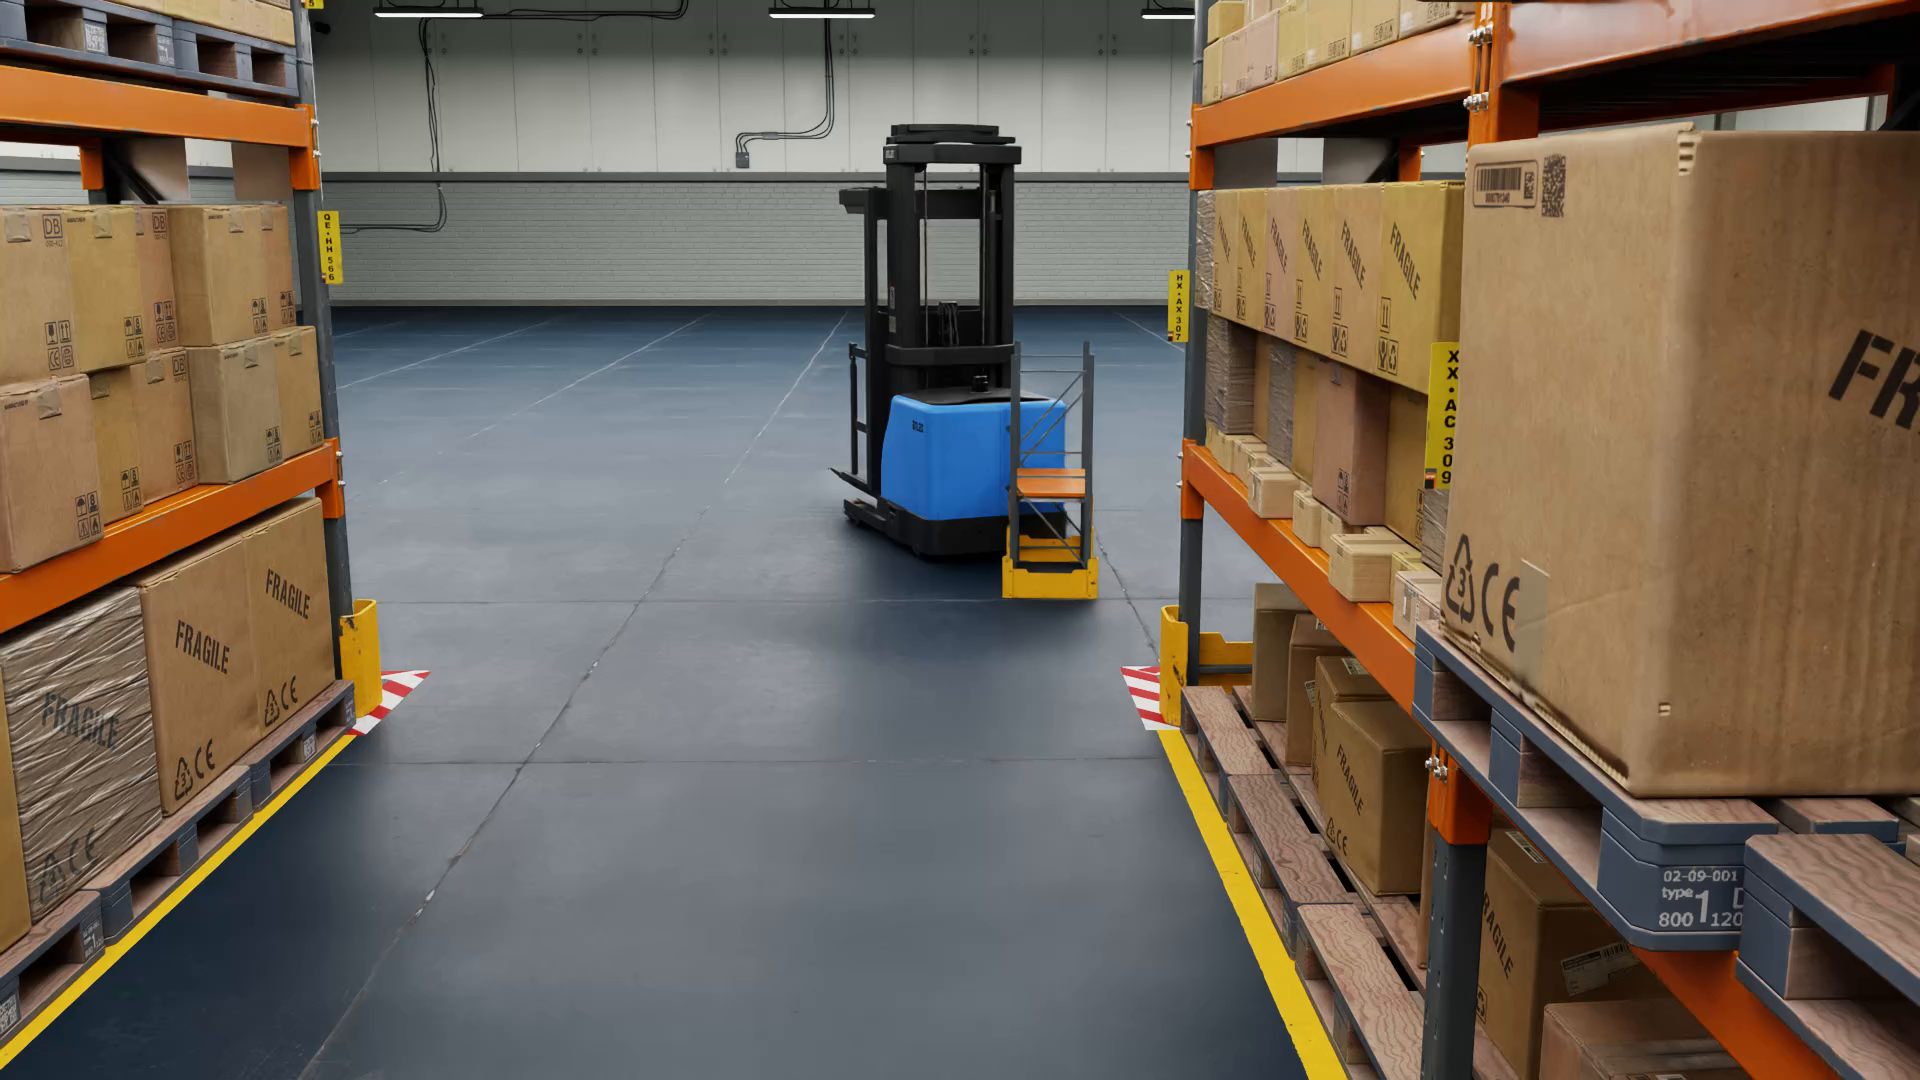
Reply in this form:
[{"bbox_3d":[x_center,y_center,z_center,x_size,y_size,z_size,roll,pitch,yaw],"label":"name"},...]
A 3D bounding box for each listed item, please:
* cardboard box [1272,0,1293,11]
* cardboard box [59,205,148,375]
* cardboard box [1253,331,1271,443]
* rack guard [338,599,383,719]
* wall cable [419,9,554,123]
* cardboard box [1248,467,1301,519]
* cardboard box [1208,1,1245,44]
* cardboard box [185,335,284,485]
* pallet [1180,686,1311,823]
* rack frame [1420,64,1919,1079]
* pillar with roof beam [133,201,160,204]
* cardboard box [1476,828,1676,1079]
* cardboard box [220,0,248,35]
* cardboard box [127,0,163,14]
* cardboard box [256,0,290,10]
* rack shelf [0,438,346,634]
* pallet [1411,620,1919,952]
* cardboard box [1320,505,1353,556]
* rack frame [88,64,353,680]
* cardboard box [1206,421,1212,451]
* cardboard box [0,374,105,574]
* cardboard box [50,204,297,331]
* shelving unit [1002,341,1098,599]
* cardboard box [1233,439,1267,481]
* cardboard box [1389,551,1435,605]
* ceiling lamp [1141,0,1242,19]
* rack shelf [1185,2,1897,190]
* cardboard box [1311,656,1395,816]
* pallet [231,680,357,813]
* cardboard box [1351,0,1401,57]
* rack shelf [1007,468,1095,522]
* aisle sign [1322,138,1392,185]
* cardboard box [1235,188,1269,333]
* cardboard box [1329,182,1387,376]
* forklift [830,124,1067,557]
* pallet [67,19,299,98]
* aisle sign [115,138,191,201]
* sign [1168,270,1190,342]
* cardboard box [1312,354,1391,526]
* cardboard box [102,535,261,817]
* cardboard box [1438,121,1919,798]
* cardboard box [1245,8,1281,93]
[{"bbox_3d":[1.315,-1.927,5.842,0.380,0.149,0.250,-1,11,-4],"label":"cardboard box"},{"bbox_3d":[-3.324,-0.852,5.622,0.875,0.550,0.500,0,11,-1],"label":"cardboard box"},{"bbox_3d":[1.662,-0.636,6.649,0.875,0.500,0.500,0,11,-1],"label":"cardboard box"},{"bbox_3d":[-3.414,0.571,7.986,1.175,0.500,0.348,0,11,-1],"label":"rack guard"},{"bbox_3d":[-10.864,-10.904,38.283,3.097,2.526,0.112,0,11,-1],"label":"wall cable"},{"bbox_3d":[1.249,-0.170,5.984,0.380,0.149,0.250,0,11,-1],"label":"cardboard box"},{"bbox_3d":[1.231,-2.134,6.862,0.380,0.149,0.250,0,11,0],"label":"cardboard box"},{"bbox_3d":[-3.327,-0.540,6.798,0.875,0.550,0.550,0,11,-1],"label":"cardboard box"},{"bbox_3d":[1.531,0.894,7.121,1.003,0.211,1.213,0,11,-1],"label":"pallet"},{"bbox_3d":[1.627,0.146,3.796,0.949,2.616,0.053,0,11,-1],"label":"rack frame"},{"bbox_3d":[-10.401,-8.174,29.716,9.100,9.000,0.400,0,11,-1],"label":"pillar with roof beam"},{"bbox_3d":[1.662,1.085,4.395,0.500,0.500,0.500,-1,11,-3],"label":"cardboard box"},{"bbox_3d":[-3.057,-2.085,6.571,0.380,0.149,0.250,0,11,0],"label":"cardboard box"},{"bbox_3d":[-3.042,-1.933,5.825,0.380,0.149,0.250,0,11,-1],"label":"cardboard box"},{"bbox_3d":[-3.124,-2.350,6.875,0.500,0.250,0.500,0,11,0],"label":"cardboard box"},{"bbox_3d":[-3.372,0.101,5.825,1.077,0.370,4.000,0,11,-1],"label":"rack shelf"},{"bbox_3d":[1.501,0.392,3.063,1.003,0.211,1.213,0,11,-1],"label":"pallet"},{"bbox_3d":[1.356,-0.021,5.251,0.380,0.149,0.250,0,11,-1],"label":"cardboard box"},{"bbox_3d":[-3.413,-0.649,7.714,1.000,3.000,0.127,0,11,-1],"label":"rack frame"},{"bbox_3d":[1.315,-0.468,7.456,0.380,0.149,0.250,0,11,-1],"label":"cardboard box"},{"bbox_3d":[-3.278,-0.218,5.211,0.875,0.550,0.550,0,11,-1],"label":"cardboard box"},{"bbox_3d":[-3.444,-1.178,7.227,0.875,0.550,0.550,0,11,-1],"label":"cardboard box"},{"bbox_3d":[0.583,-0.480,10.652,0.587,1.500,1.083,1,11,3],"label":"shelving unit"},{"bbox_3d":[1.317,-0.319,6.721,0.380,0.149,0.250,0,11,-1],"label":"cardboard box"},{"bbox_3d":[1.391,0.128,4.517,0.380,0.149,0.250,0,11,-1],"label":"cardboard box"},{"bbox_3d":[4.446,-11.520,31.530,2.000,3.185,0.800,0,11,-1],"label":"ceiling lamp"},{"bbox_3d":[1.589,-1.369,5.529,1.077,0.370,4.000,0,11,-1],"label":"rack shelf"},{"bbox_3d":[1.584,0.737,6.111,0.500,0.500,0.500,1,11,4],"label":"cardboard box"},{"bbox_3d":[-3.319,0.876,7.209,1.003,0.211,1.213,0,11,-1],"label":"pallet"},{"bbox_3d":[1.359,-1.444,4.466,0.500,0.250,0.500,0,11,0],"label":"cardboard box"},{"bbox_3d":[0.583,-0.305,10.697,0.538,0.185,1.000,1,11,3],"label":"rack shelf"},{"bbox_3d":[1.846,-1.937,7.523,0.394,0.787,0.004,0,11,-1],"label":"aisle sign"},{"bbox_3d":[1.302,-1.025,6.052,0.500,0.500,0.500,0,11,-1],"label":"cardboard box"},{"bbox_3d":[1.334,-0.727,4.582,0.500,0.500,0.500,0,11,-1],"label":"cardboard box"},{"bbox_3d":[-0.250,-1.574,12.448,1.130,2.935,3.031,-4,12,-20],"label":"forklift"},{"bbox_3d":[-3.388,-1.928,6.697,1.003,0.211,1.213,0,11,-1],"label":"pallet"},{"bbox_3d":[-3.715,-1.936,7.519,0.394,0.787,0.004,0,11,-1],"label":"aisle sign"},{"bbox_3d":[1.005,-1.071,7.618,0.100,0.325,0.005,0,11,-1],"label":"sign"},{"bbox_3d":[1.597,-0.337,5.177,0.875,0.500,0.500,0,11,-1],"label":"cardboard box"},{"bbox_3d":[-3.313,0.496,6.358,0.875,0.875,0.875,0,11,-2],"label":"cardboard box"},{"bbox_3d":[1.507,-0.195,2.913,1.000,1.000,1.000,0,11,-1],"label":"cardboard box"},{"bbox_3d":[1.322,-1.748,5.964,0.500,0.250,0.500,0,11,-1],"label":"cardboard box"}]
